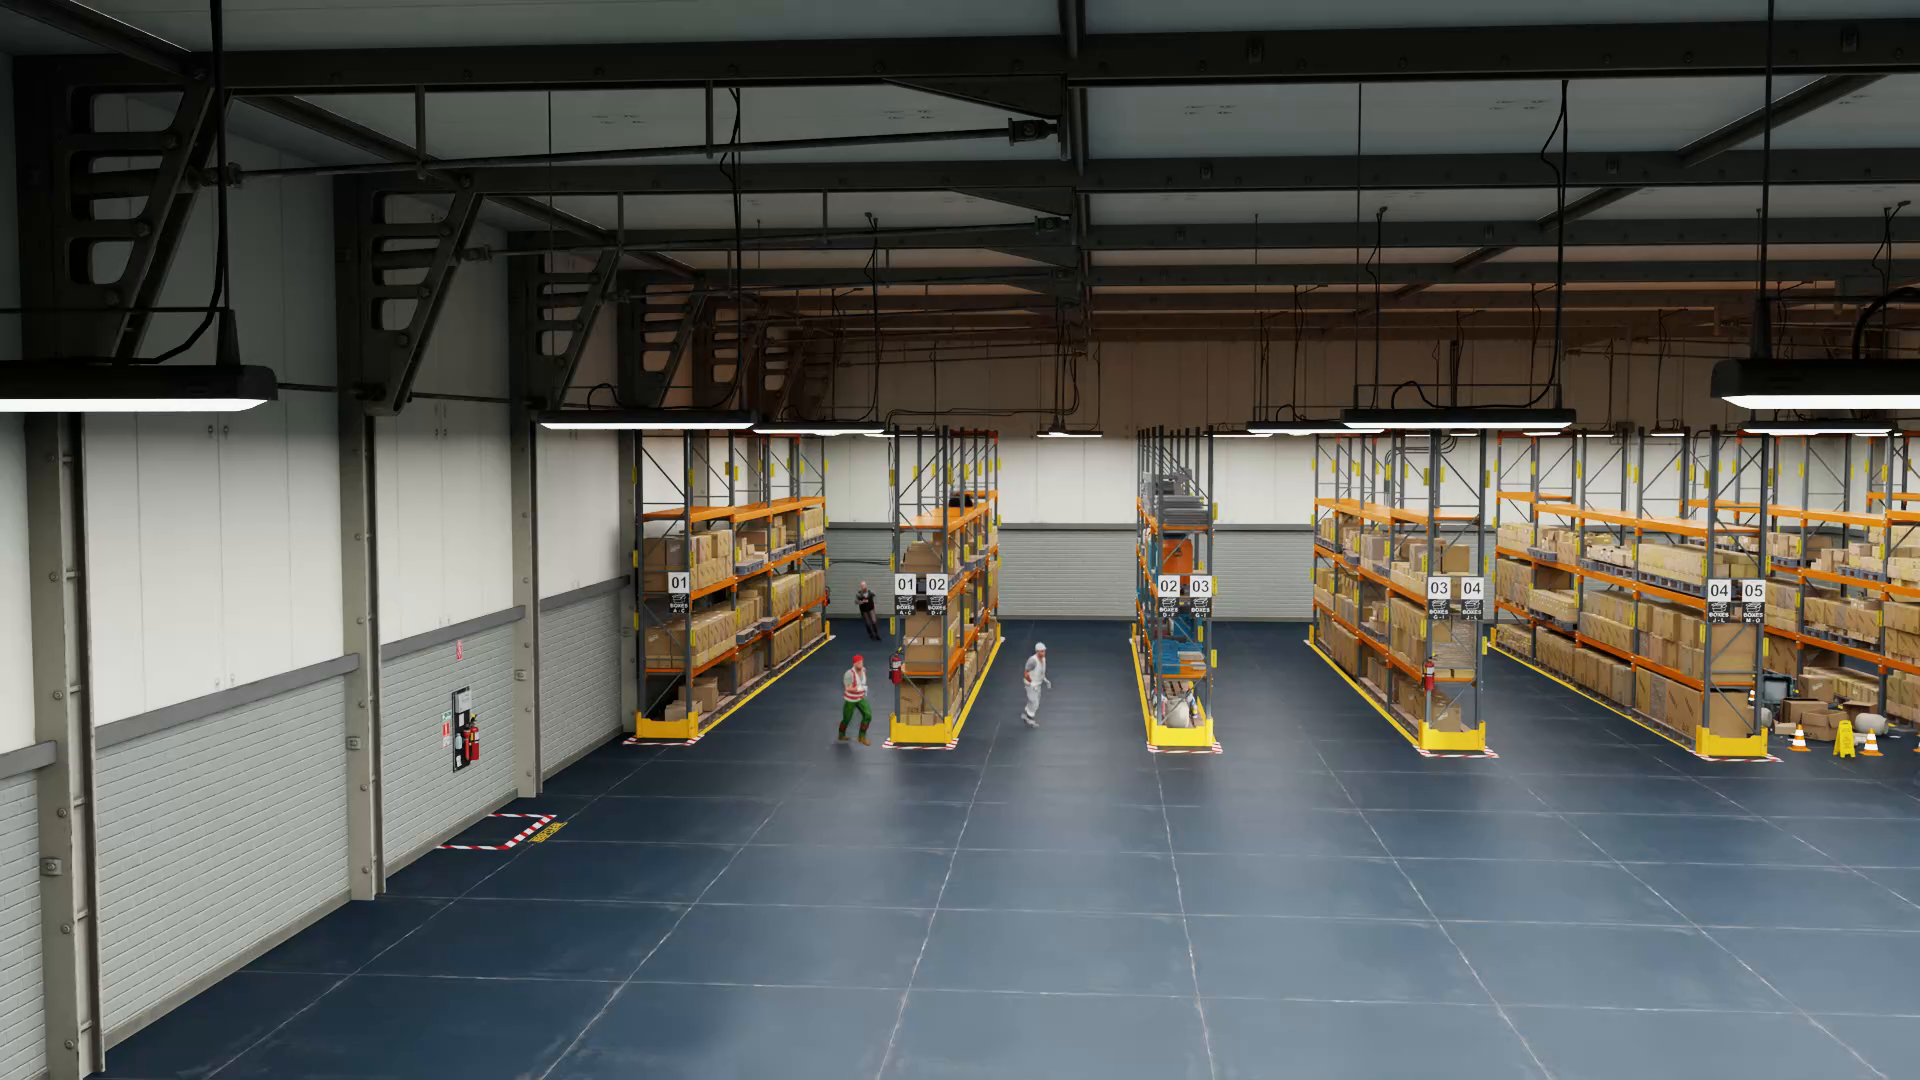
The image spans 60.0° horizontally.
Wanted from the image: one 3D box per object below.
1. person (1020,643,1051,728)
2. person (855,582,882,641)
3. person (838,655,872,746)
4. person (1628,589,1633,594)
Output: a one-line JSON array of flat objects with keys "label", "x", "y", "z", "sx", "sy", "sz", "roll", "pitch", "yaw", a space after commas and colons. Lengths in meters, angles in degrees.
[{"label": "person", "x": 1.441, "y": 2.882, "z": 33.096, "sx": 0.788, "sy": 1.718, "sz": 0.654, "roll": 3, "pitch": 4, "yaw": 36}, {"label": "person", "x": -2.635, "y": 2.038, "z": 47.514, "sx": 0.769, "sy": 1.681, "sz": 0.685, "roll": -1, "pitch": 3, "yaw": -9}, {"label": "person", "x": -1.958, "y": 2.979, "z": 31.026, "sx": 0.629, "sy": 1.727, "sz": 0.971, "roll": -3, "pitch": 4, "yaw": -37}, {"label": "person", "x": 19.304, "y": 2.018, "z": 47.737, "sx": 0.813, "sy": 1.699, "sz": 0.561, "roll": -1, "pitch": 4, "yaw": -13}]
